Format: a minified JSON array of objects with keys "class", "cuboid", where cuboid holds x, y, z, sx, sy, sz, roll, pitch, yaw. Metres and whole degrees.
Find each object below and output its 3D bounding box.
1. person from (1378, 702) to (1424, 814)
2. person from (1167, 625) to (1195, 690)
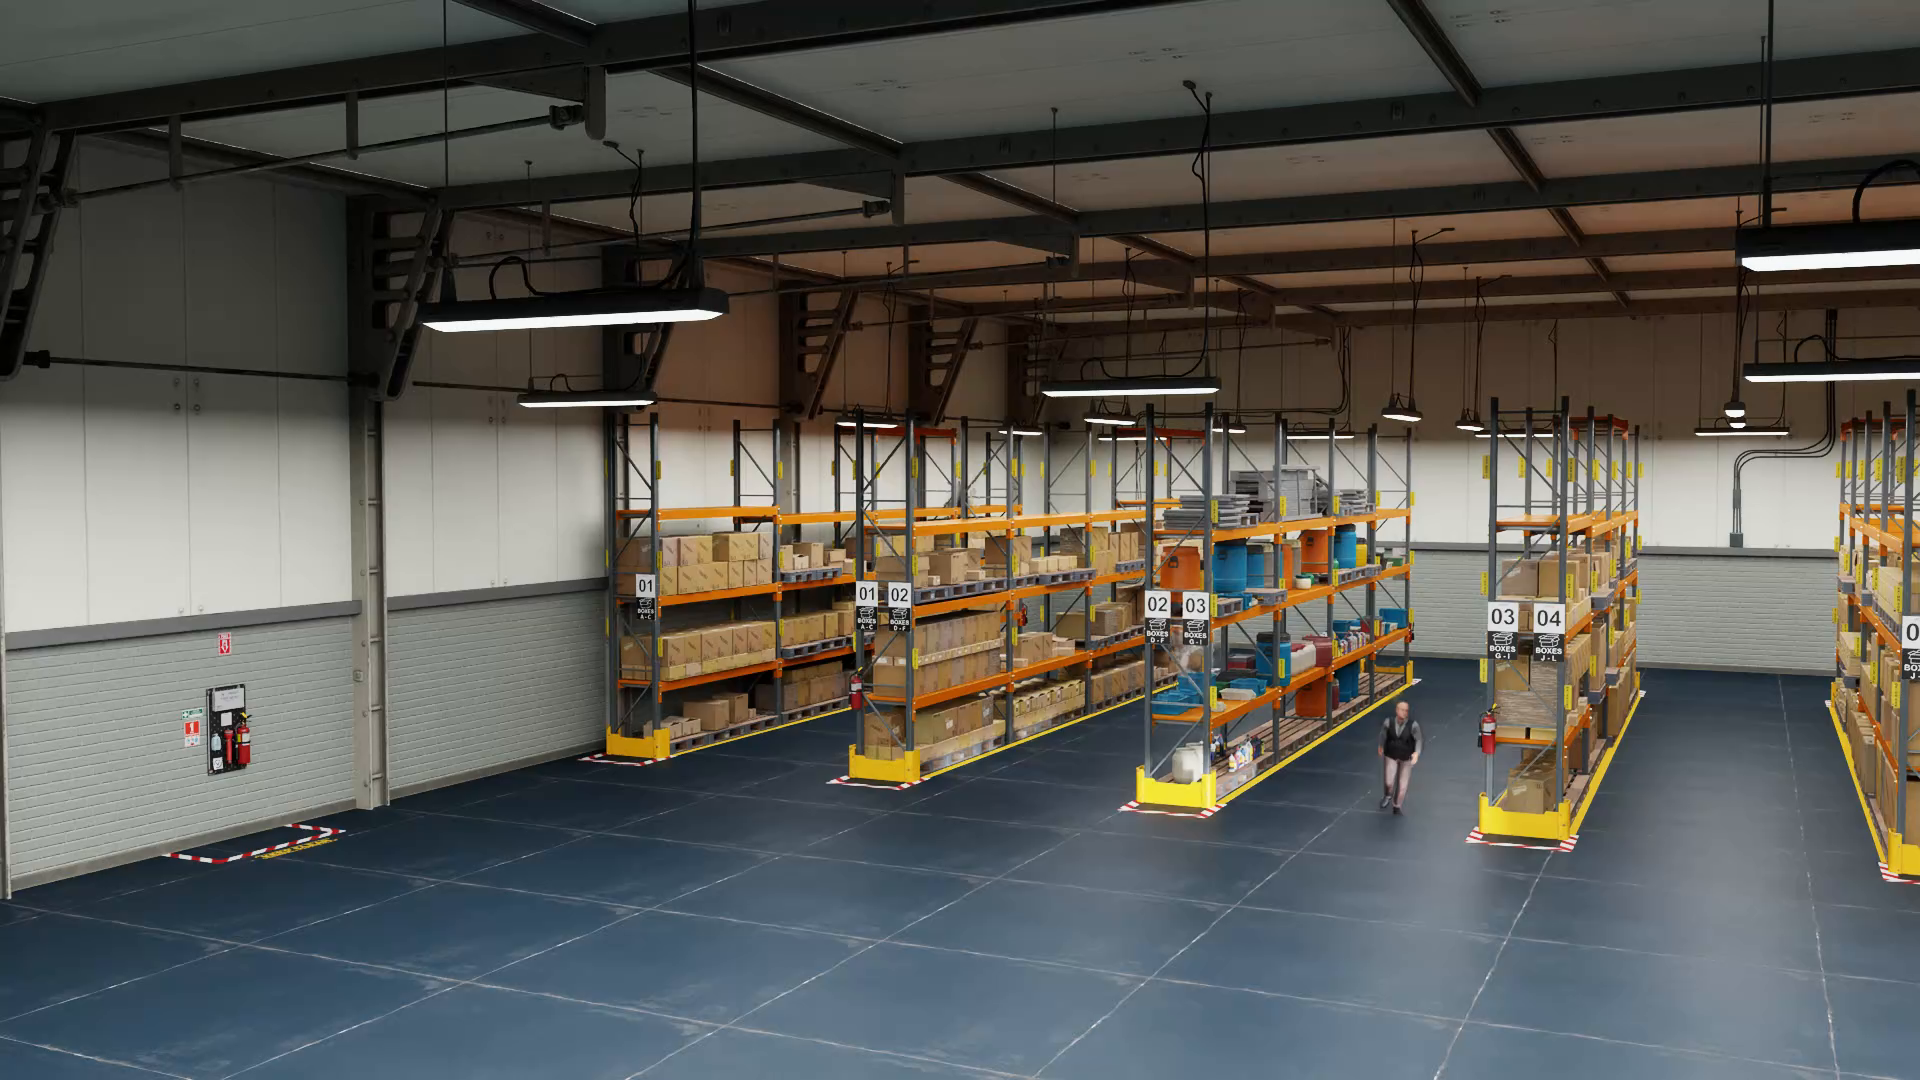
[{"class":"person","cuboid":[6.350,3.148,23.975,0.650,1.662,0.815,1,2,16]},{"class":"person","cuboid":[4.972,2.615,37.025,0.706,1.737,1.047,1,3,32]}]
